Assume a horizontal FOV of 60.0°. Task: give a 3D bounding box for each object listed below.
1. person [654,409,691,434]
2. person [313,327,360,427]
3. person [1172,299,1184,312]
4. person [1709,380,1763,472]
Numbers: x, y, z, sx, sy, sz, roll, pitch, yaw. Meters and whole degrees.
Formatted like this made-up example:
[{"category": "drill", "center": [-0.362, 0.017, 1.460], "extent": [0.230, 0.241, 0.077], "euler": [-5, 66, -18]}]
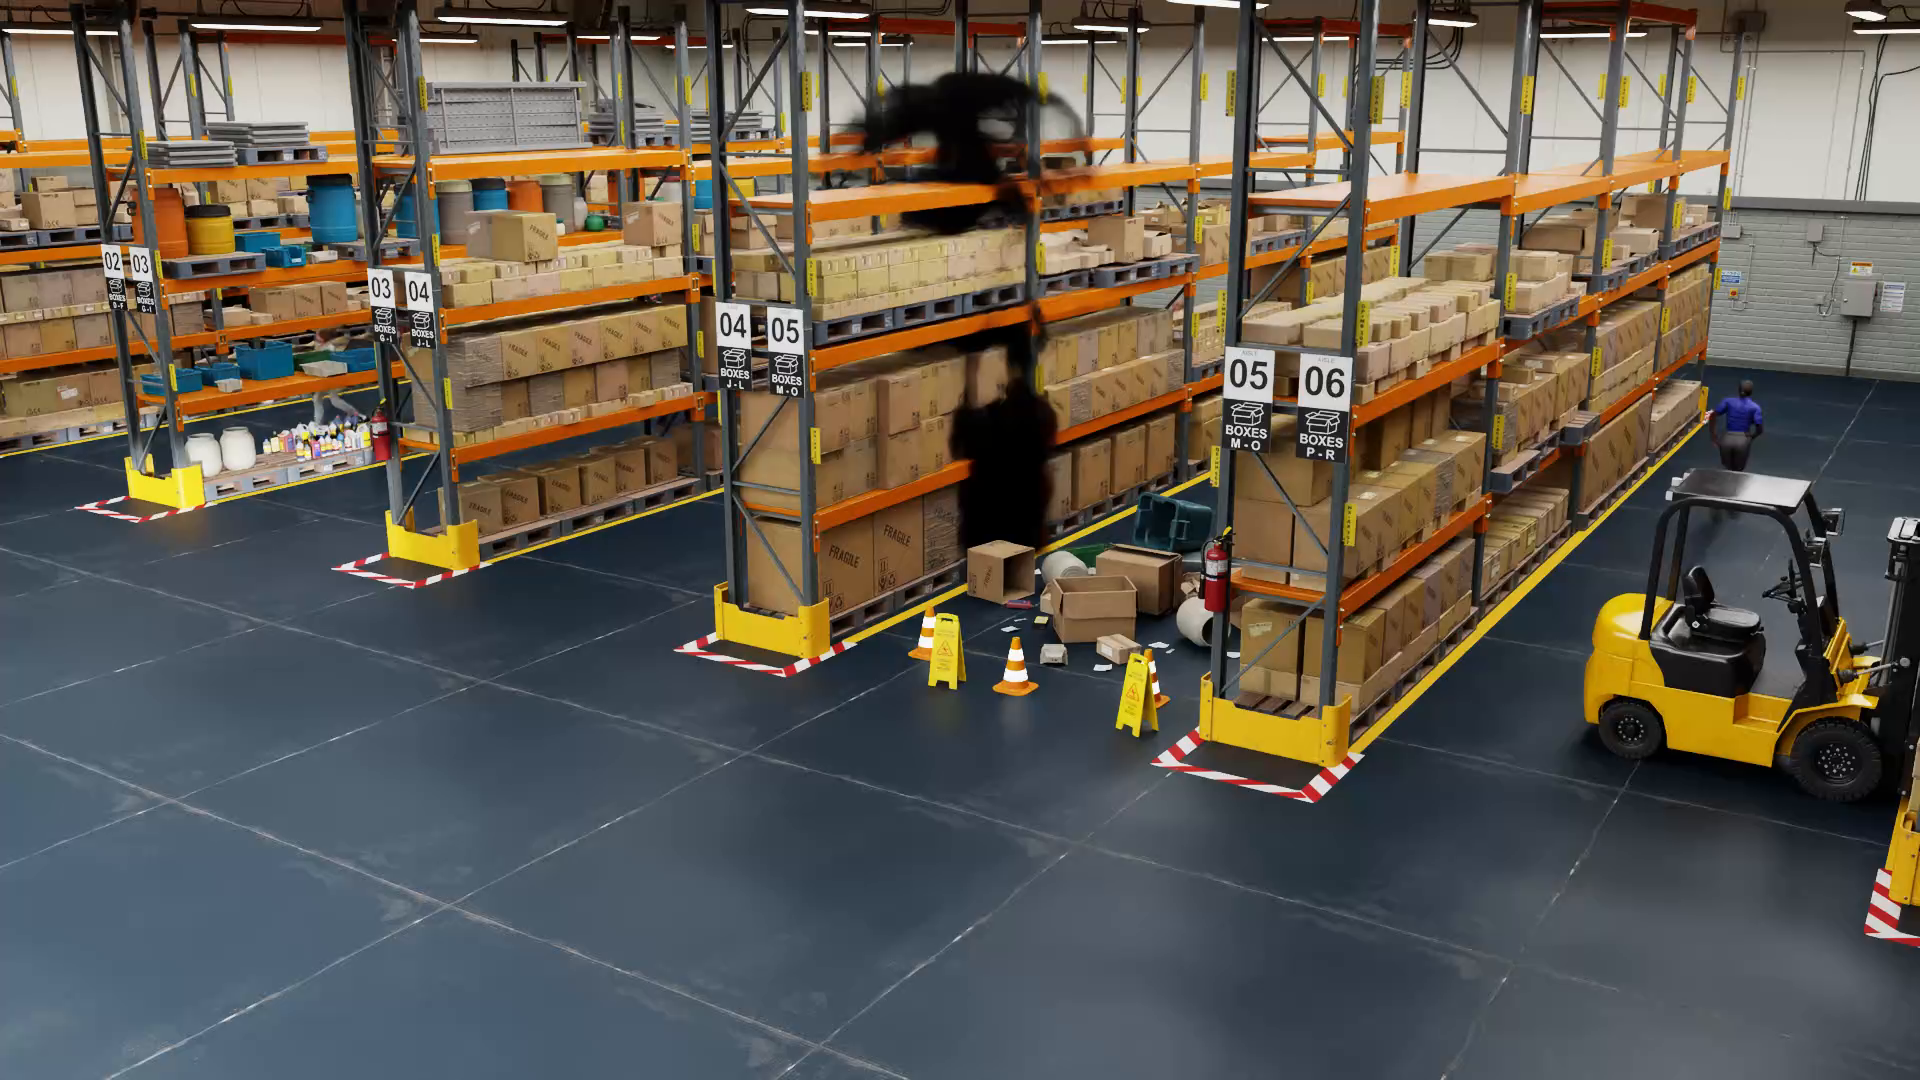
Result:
[{"category": "person", "center": [-4.335, -2.474, 25.047], "extent": [0.582, 1.708, 0.758], "euler": [6, 16, 19]}, {"category": "person", "center": [-9.383, -2.363, 24.662], "extent": [0.537, 1.585, 0.893], "euler": [9, 18, 30]}, {"category": "person", "center": [3.422, -2.963, 26.605], "extent": [0.692, 1.771, 0.686], "euler": [11, 19, 35]}, {"category": "person", "center": [9.548, -1.177, 20.502], "extent": [0.597, 1.622, 0.621], "euler": [12, 20, 37]}]
